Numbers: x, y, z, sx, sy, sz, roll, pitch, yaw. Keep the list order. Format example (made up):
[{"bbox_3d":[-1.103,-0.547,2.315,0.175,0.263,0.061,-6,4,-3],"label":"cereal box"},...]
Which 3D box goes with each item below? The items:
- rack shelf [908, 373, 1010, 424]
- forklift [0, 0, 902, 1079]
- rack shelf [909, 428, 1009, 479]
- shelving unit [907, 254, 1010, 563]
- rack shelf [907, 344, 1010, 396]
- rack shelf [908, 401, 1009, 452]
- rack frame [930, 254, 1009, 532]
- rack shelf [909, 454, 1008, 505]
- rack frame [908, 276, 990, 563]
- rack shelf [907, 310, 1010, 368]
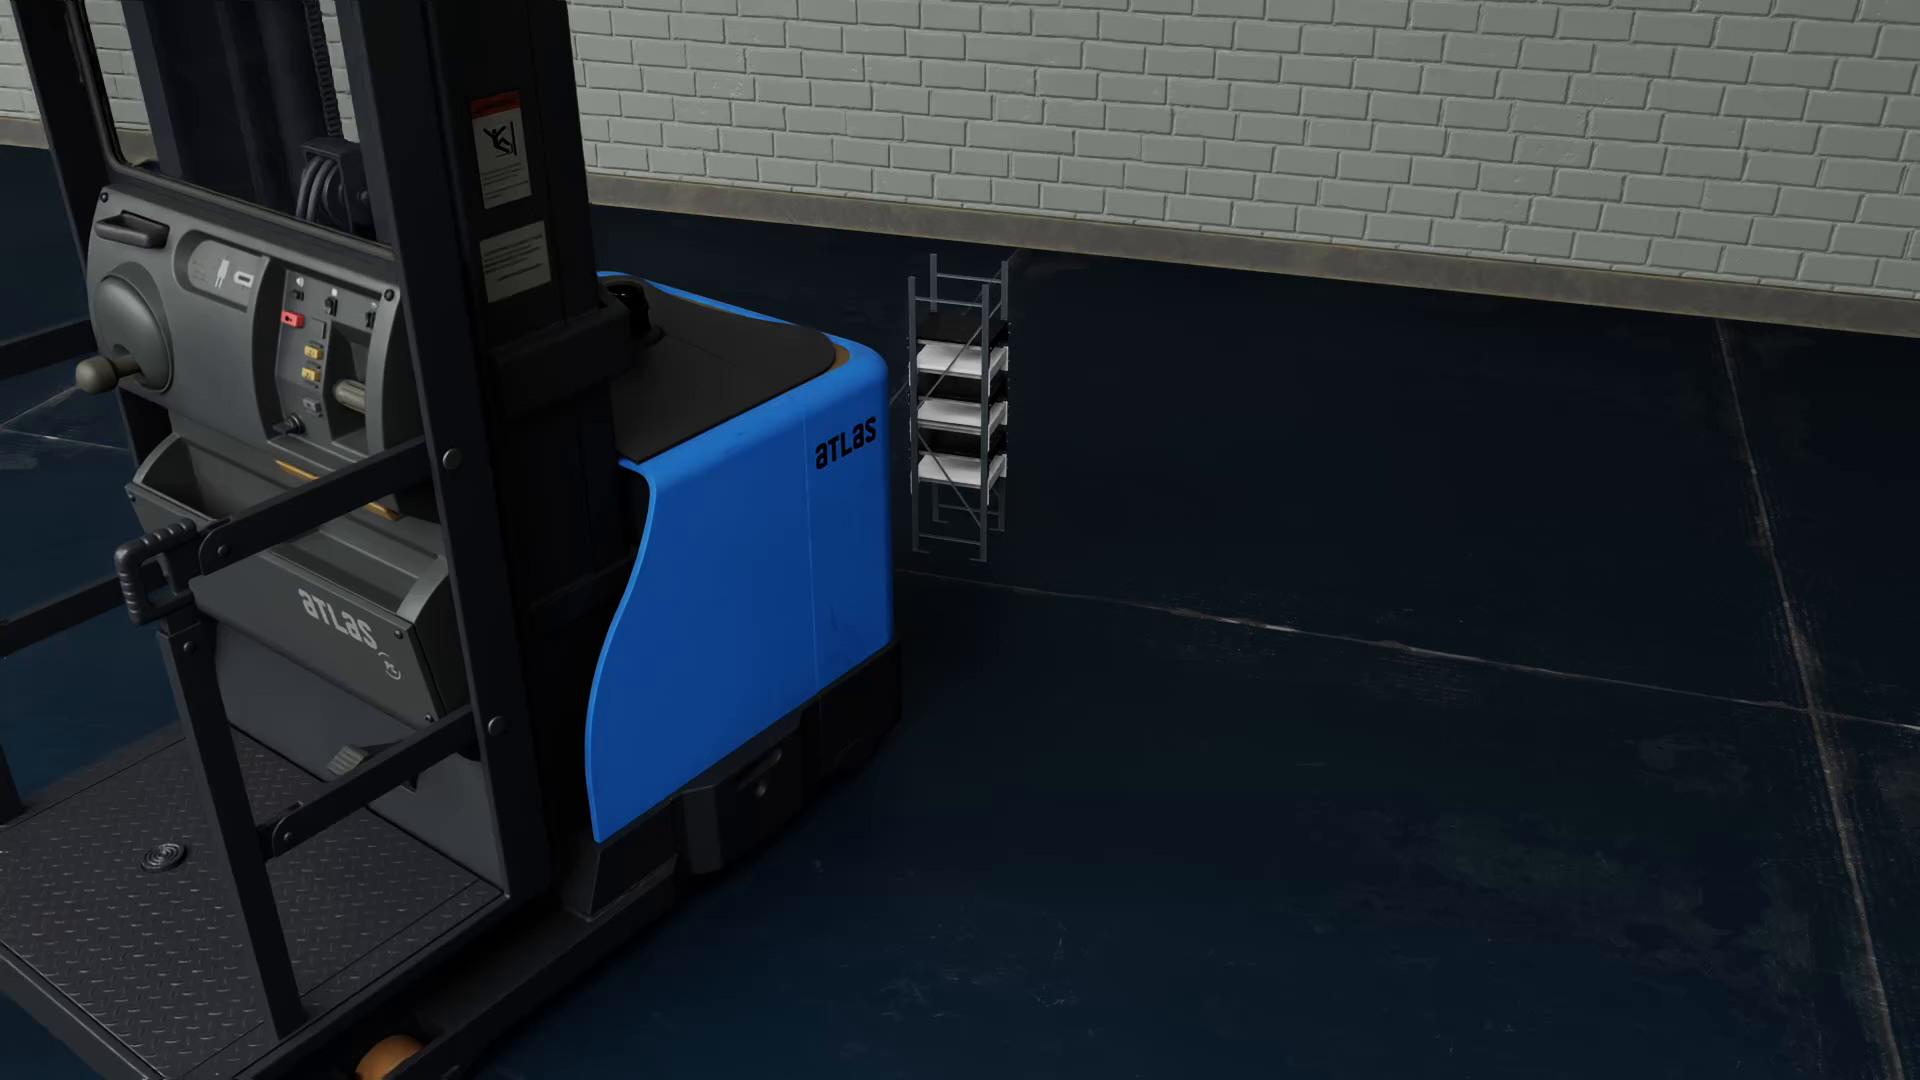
[{"bbox_3d":[-0.002,-0.439,4.997,0.258,0.077,0.200,8,30,15],"label":"rack shelf"},{"bbox_3d":[-1.433,-0.347,2.858,1.130,2.935,3.031,20,35,31],"label":"forklift"},{"bbox_3d":[-0.002,-0.282,5.084,0.258,0.077,0.200,8,30,15],"label":"rack shelf"},{"bbox_3d":[-0.002,-0.389,5.024,0.258,0.900,0.210,8,30,15],"label":"shelving unit"},{"bbox_3d":[-0.002,-0.518,4.953,0.258,0.077,0.200,8,30,15],"label":"rack shelf"},{"bbox_3d":[-0.002,-0.360,5.041,0.258,0.077,0.200,8,30,15],"label":"rack shelf"},{"bbox_3d":[0.027,-0.437,5.109,0.240,0.900,0.006,8,30,15],"label":"rack frame"},{"bbox_3d":[-0.002,-0.203,5.128,0.258,0.077,0.200,8,30,15],"label":"rack shelf"},{"bbox_3d":[-0.032,-0.342,4.940,0.240,0.900,0.006,8,30,15],"label":"rack frame"},{"bbox_3d":[-0.002,-0.596,4.909,0.258,0.077,0.200,8,30,15],"label":"rack shelf"}]
